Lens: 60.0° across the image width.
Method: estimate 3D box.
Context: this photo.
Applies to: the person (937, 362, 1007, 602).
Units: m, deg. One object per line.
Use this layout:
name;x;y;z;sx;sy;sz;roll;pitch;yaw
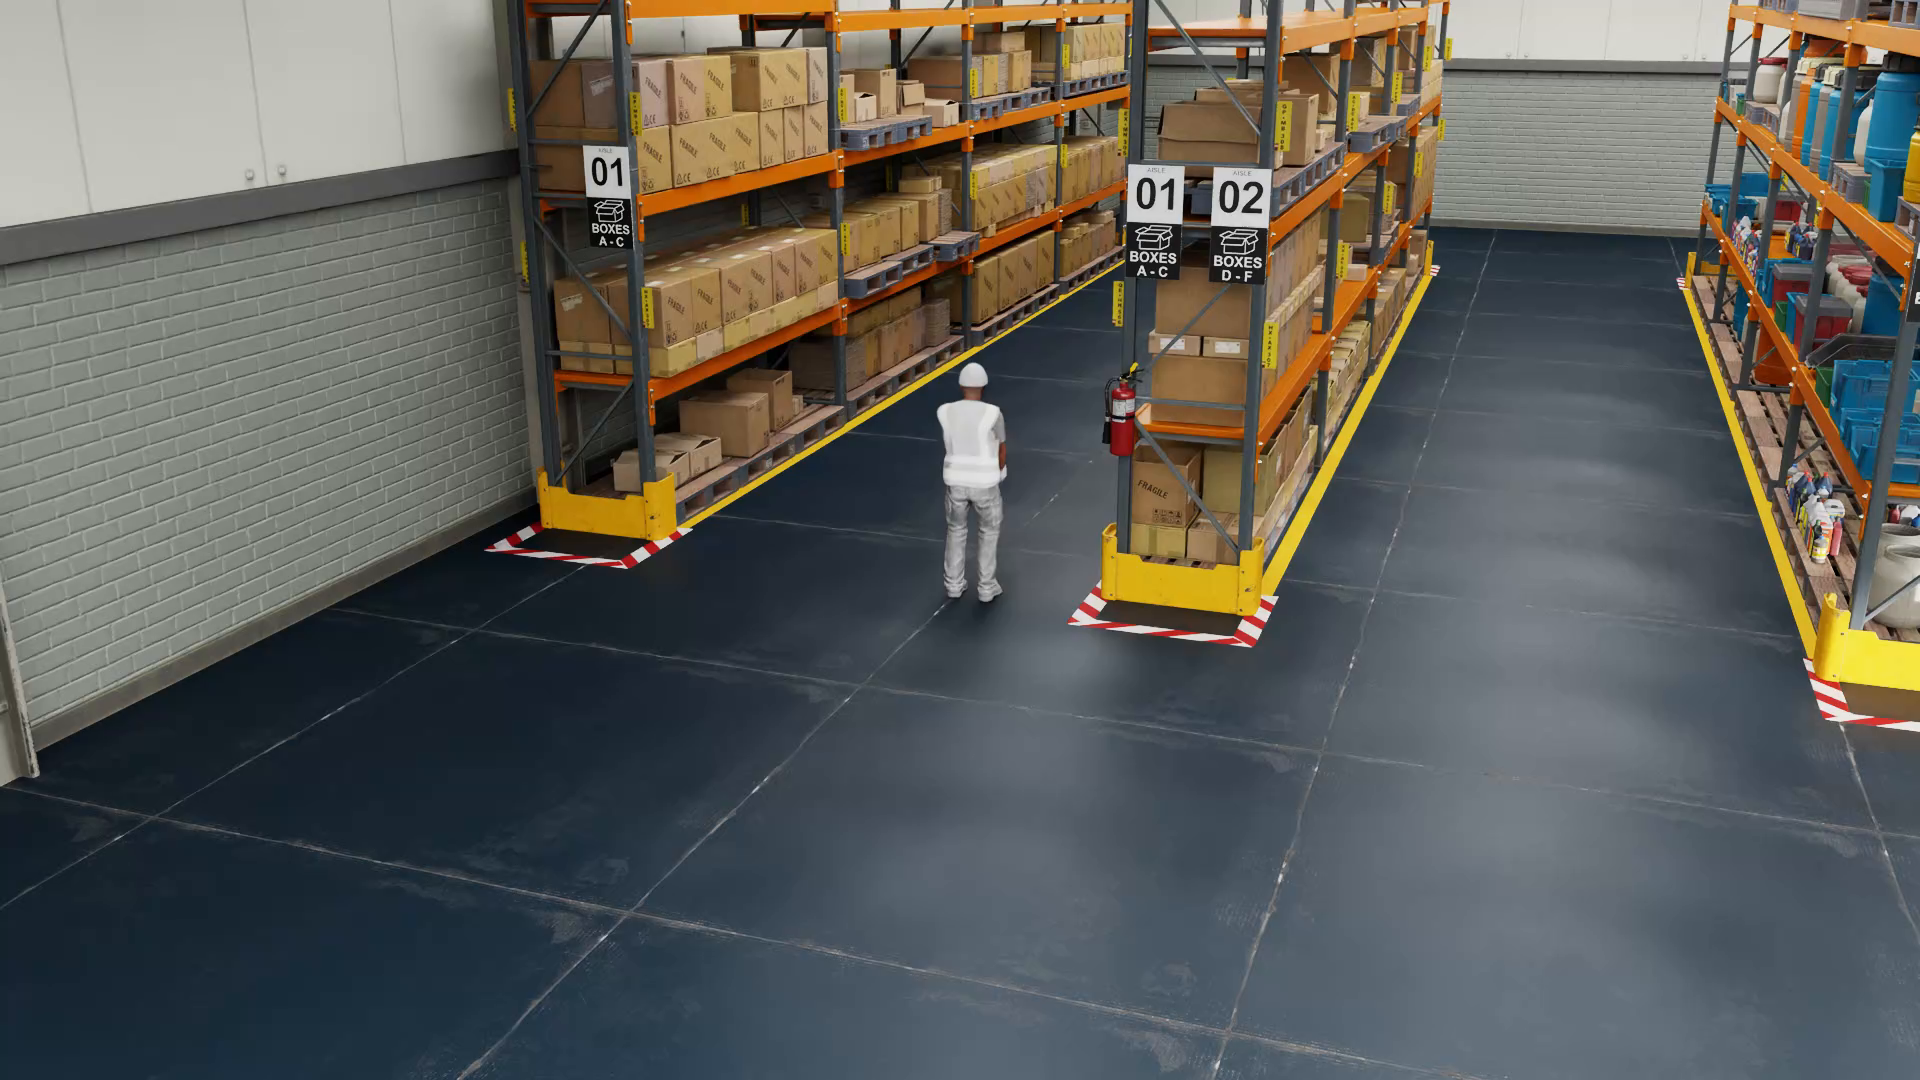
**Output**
person;0.109;-0.455;12.398;0.492;1.777;0.581;6;19;17
